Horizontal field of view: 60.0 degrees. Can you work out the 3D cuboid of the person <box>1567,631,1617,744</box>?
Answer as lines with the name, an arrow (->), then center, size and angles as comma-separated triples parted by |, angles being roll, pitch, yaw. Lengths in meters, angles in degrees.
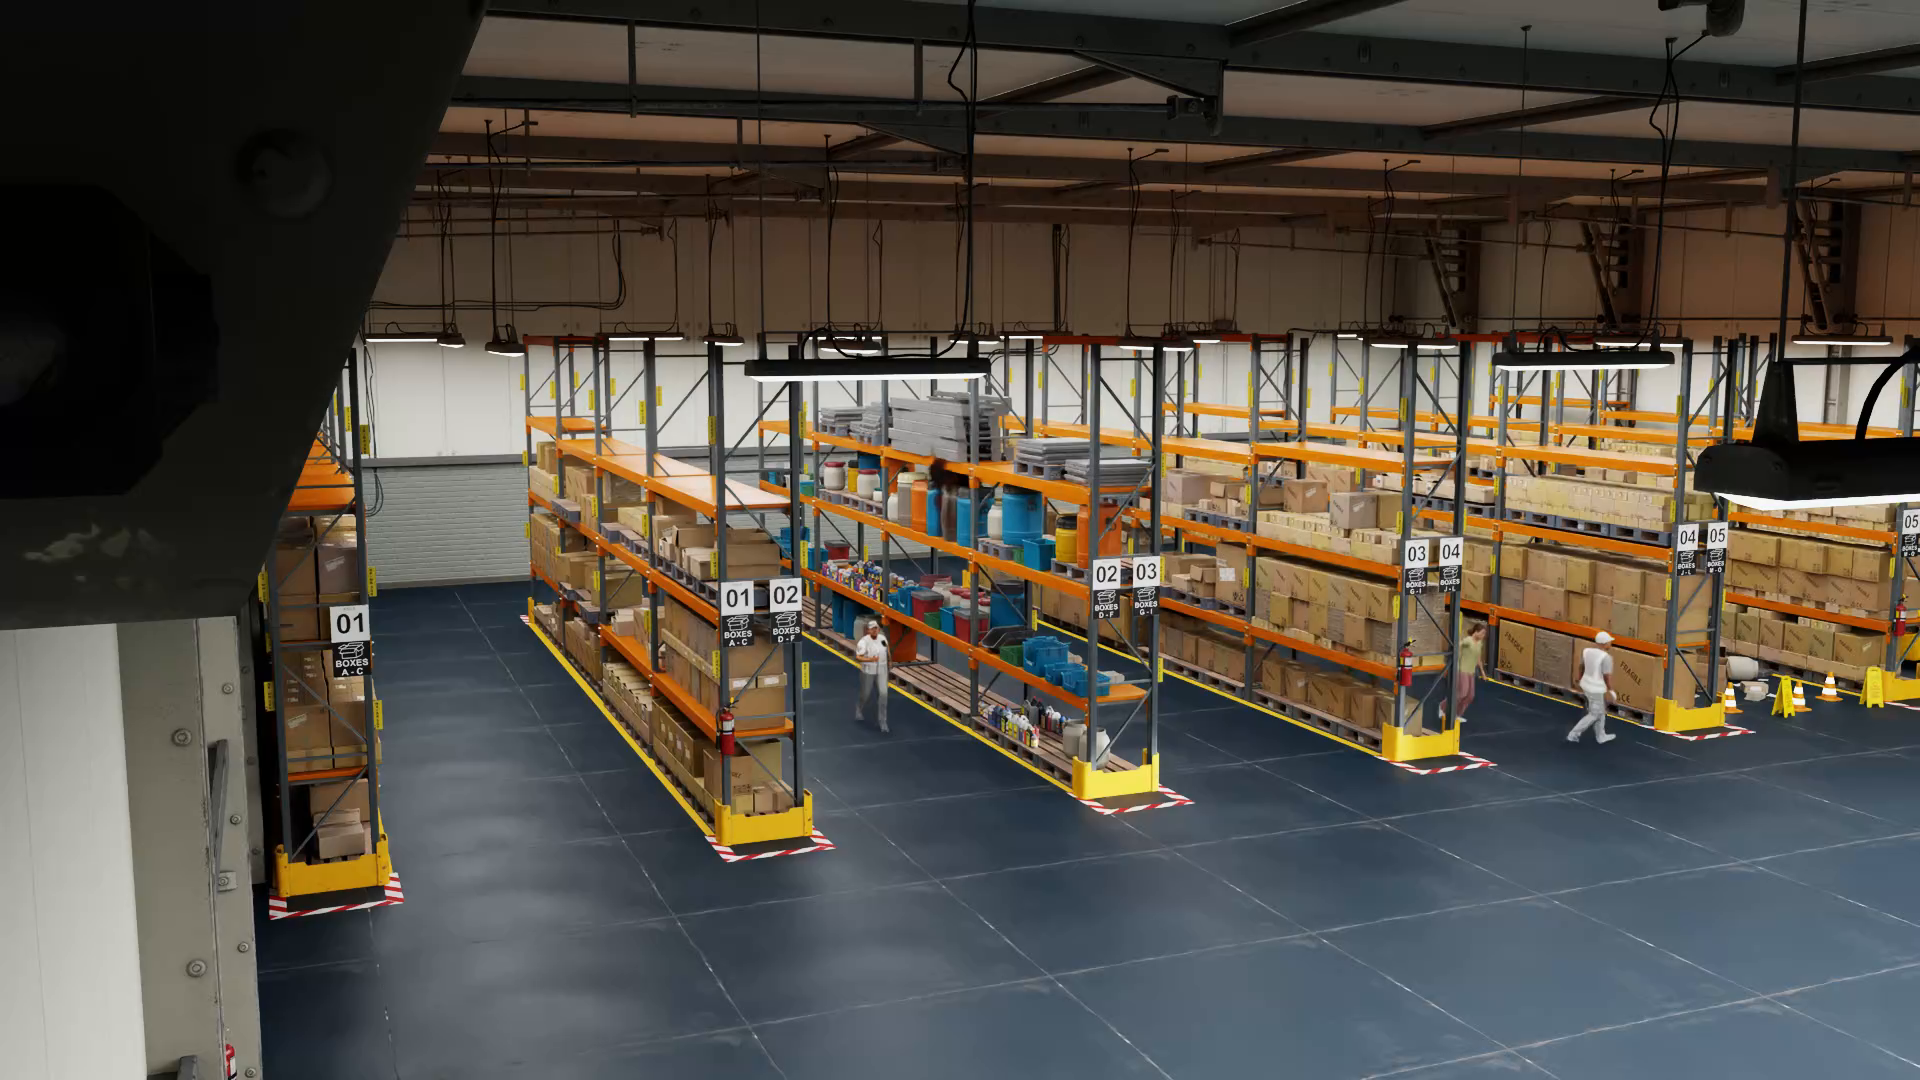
person -> 9.441, 2.212, 24.736 | 0.872, 1.741, 0.643 | -2, 8, -11

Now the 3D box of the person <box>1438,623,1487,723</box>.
person -> 7.888, 2.071, 26.072 | 0.698, 1.596, 0.593 | -6, 9, -36

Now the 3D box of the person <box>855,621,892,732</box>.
person -> -1.356, 2.080, 25.898 | 0.597, 1.709, 0.901 | -2, 8, -17

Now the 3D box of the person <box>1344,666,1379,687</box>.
person -> 7.103, 1.660, 28.916 | 0.785, 1.729, 0.711 | -1, 8, -7
